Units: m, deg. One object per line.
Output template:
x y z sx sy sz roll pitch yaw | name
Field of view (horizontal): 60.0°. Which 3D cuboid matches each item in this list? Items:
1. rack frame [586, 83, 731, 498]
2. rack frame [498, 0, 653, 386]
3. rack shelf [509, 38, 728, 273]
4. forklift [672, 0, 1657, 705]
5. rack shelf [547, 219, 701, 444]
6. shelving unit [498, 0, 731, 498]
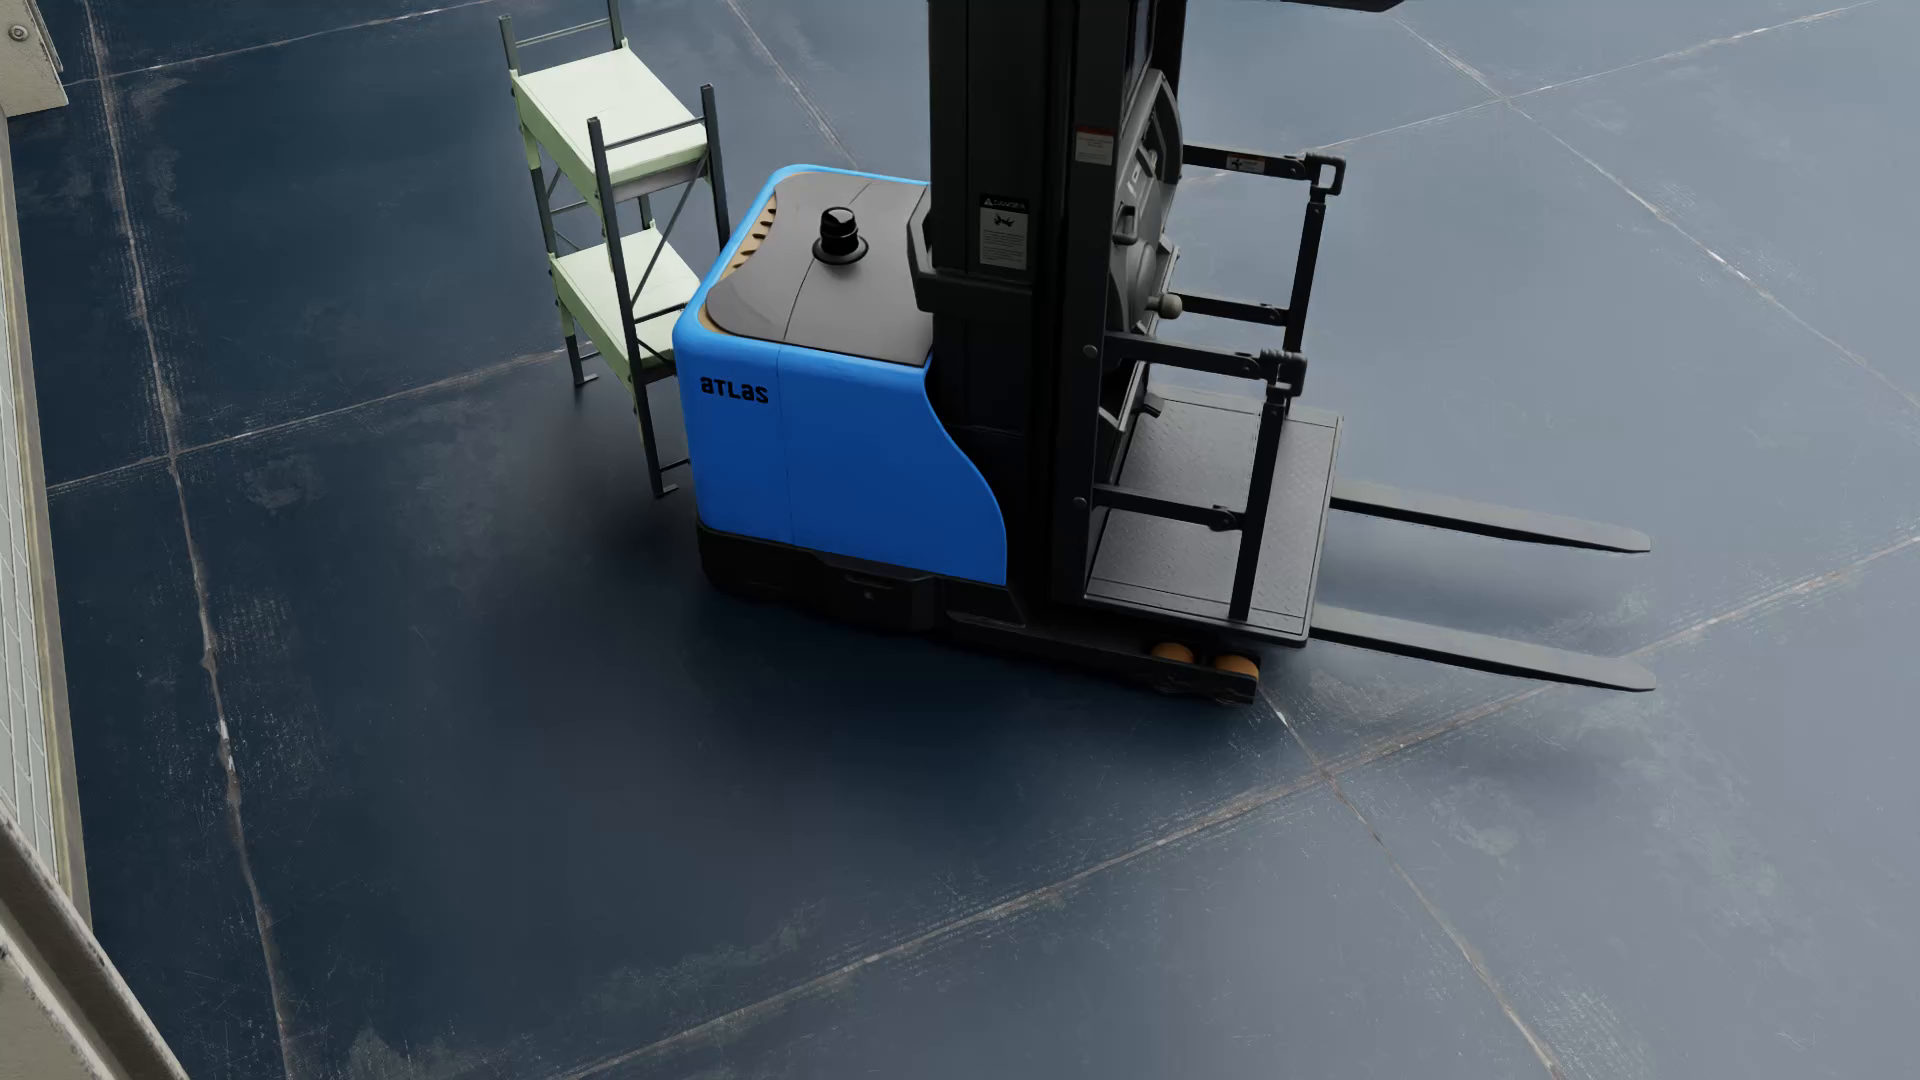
-0.917 -0.764 5.456 0.400 1.500 0.023 -23 49 -22 | rack frame
-1.299 -1.203 5.901 0.400 1.500 0.023 -23 49 -22 | rack frame
-1.108 -1.261 5.405 0.431 0.370 0.720 -23 49 -22 | rack shelf
0.710 -0.941 4.617 3.031 2.935 1.130 11 46 11 | forklift
-1.108 -0.751 5.908 0.431 0.370 0.720 -23 49 -22 | rack shelf
-1.108 -0.983 5.679 0.431 1.500 0.755 -23 49 -22 | shelving unit
